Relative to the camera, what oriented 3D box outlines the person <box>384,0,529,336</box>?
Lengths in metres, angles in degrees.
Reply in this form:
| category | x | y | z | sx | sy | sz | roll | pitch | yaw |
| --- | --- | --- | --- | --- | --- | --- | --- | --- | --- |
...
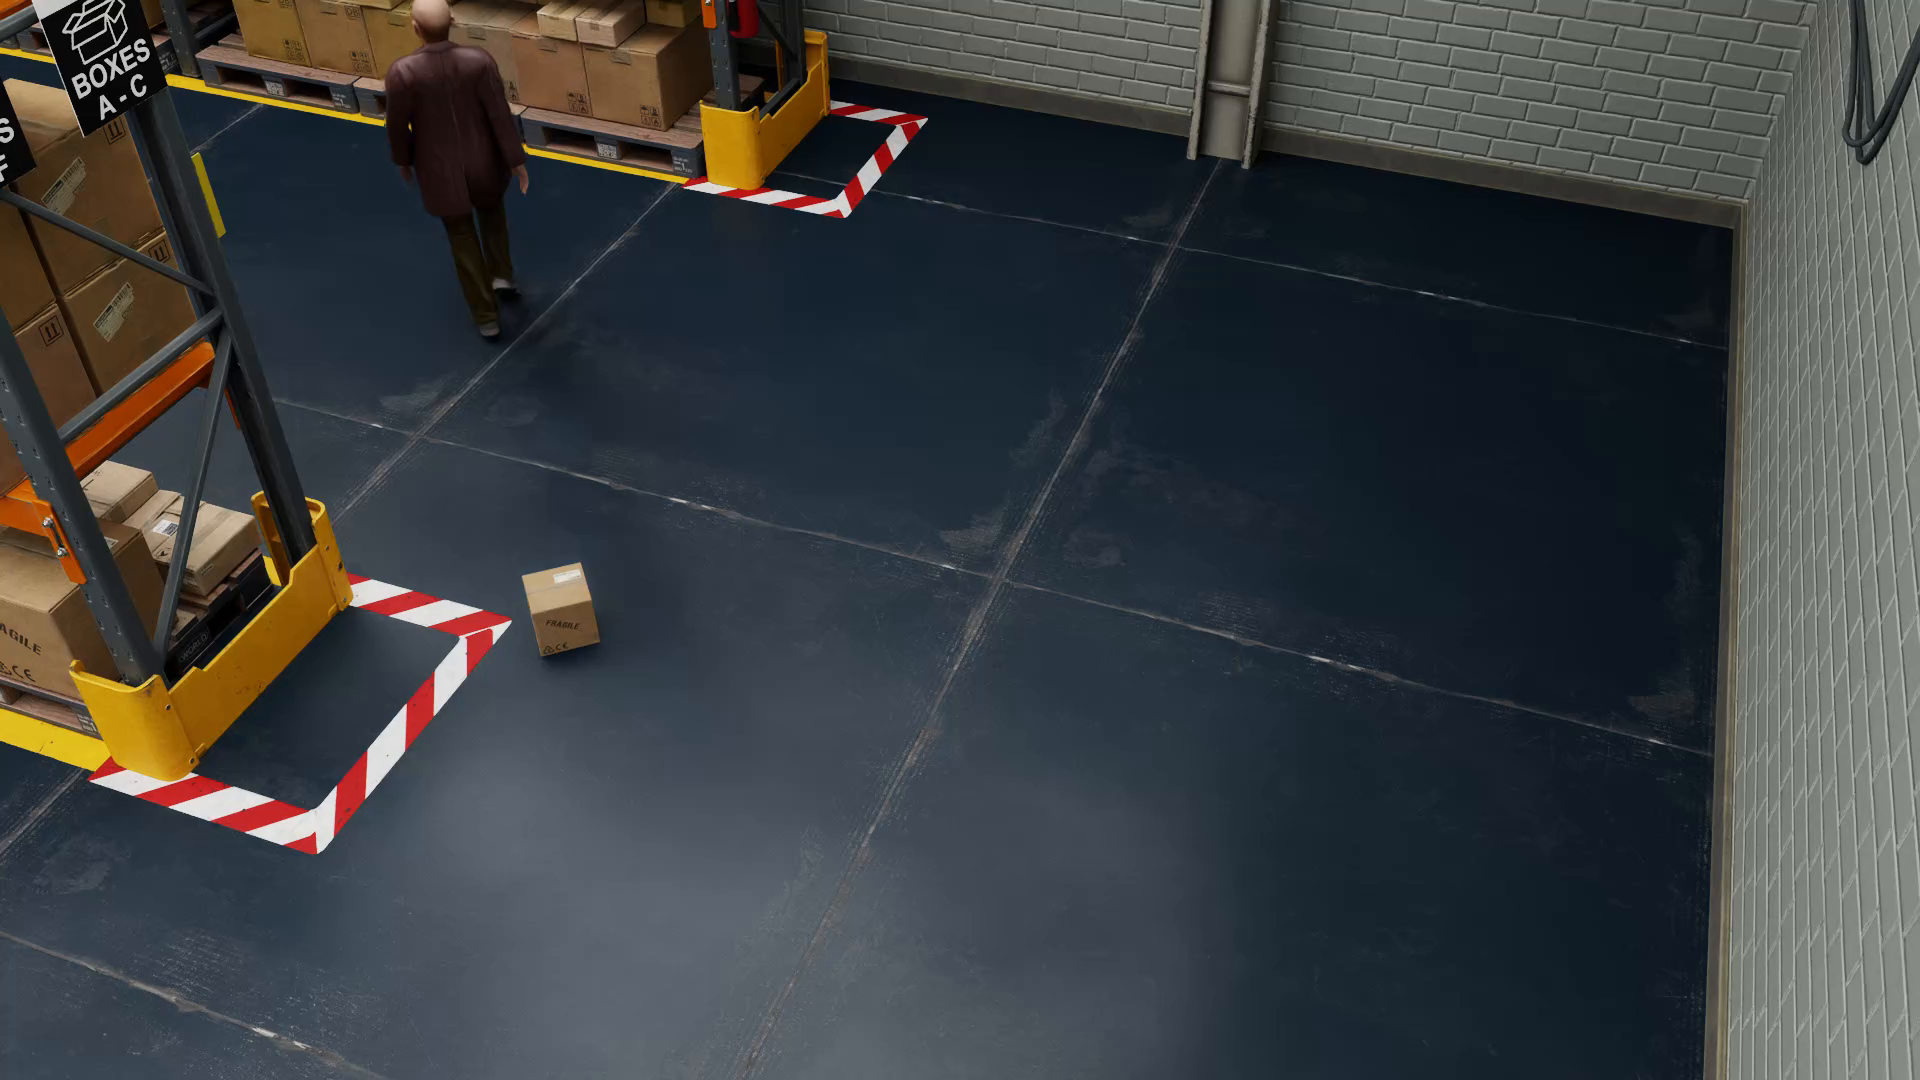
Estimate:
| category | x | y | z | sx | sy | sz | roll | pitch | yaw |
| --- | --- | --- | --- | --- | --- | --- | --- | --- | --- |
| person | -2.521 | -1.885 | 8.373 | 0.623 | 1.850 | 0.656 | -17 | 44 | -18 |
